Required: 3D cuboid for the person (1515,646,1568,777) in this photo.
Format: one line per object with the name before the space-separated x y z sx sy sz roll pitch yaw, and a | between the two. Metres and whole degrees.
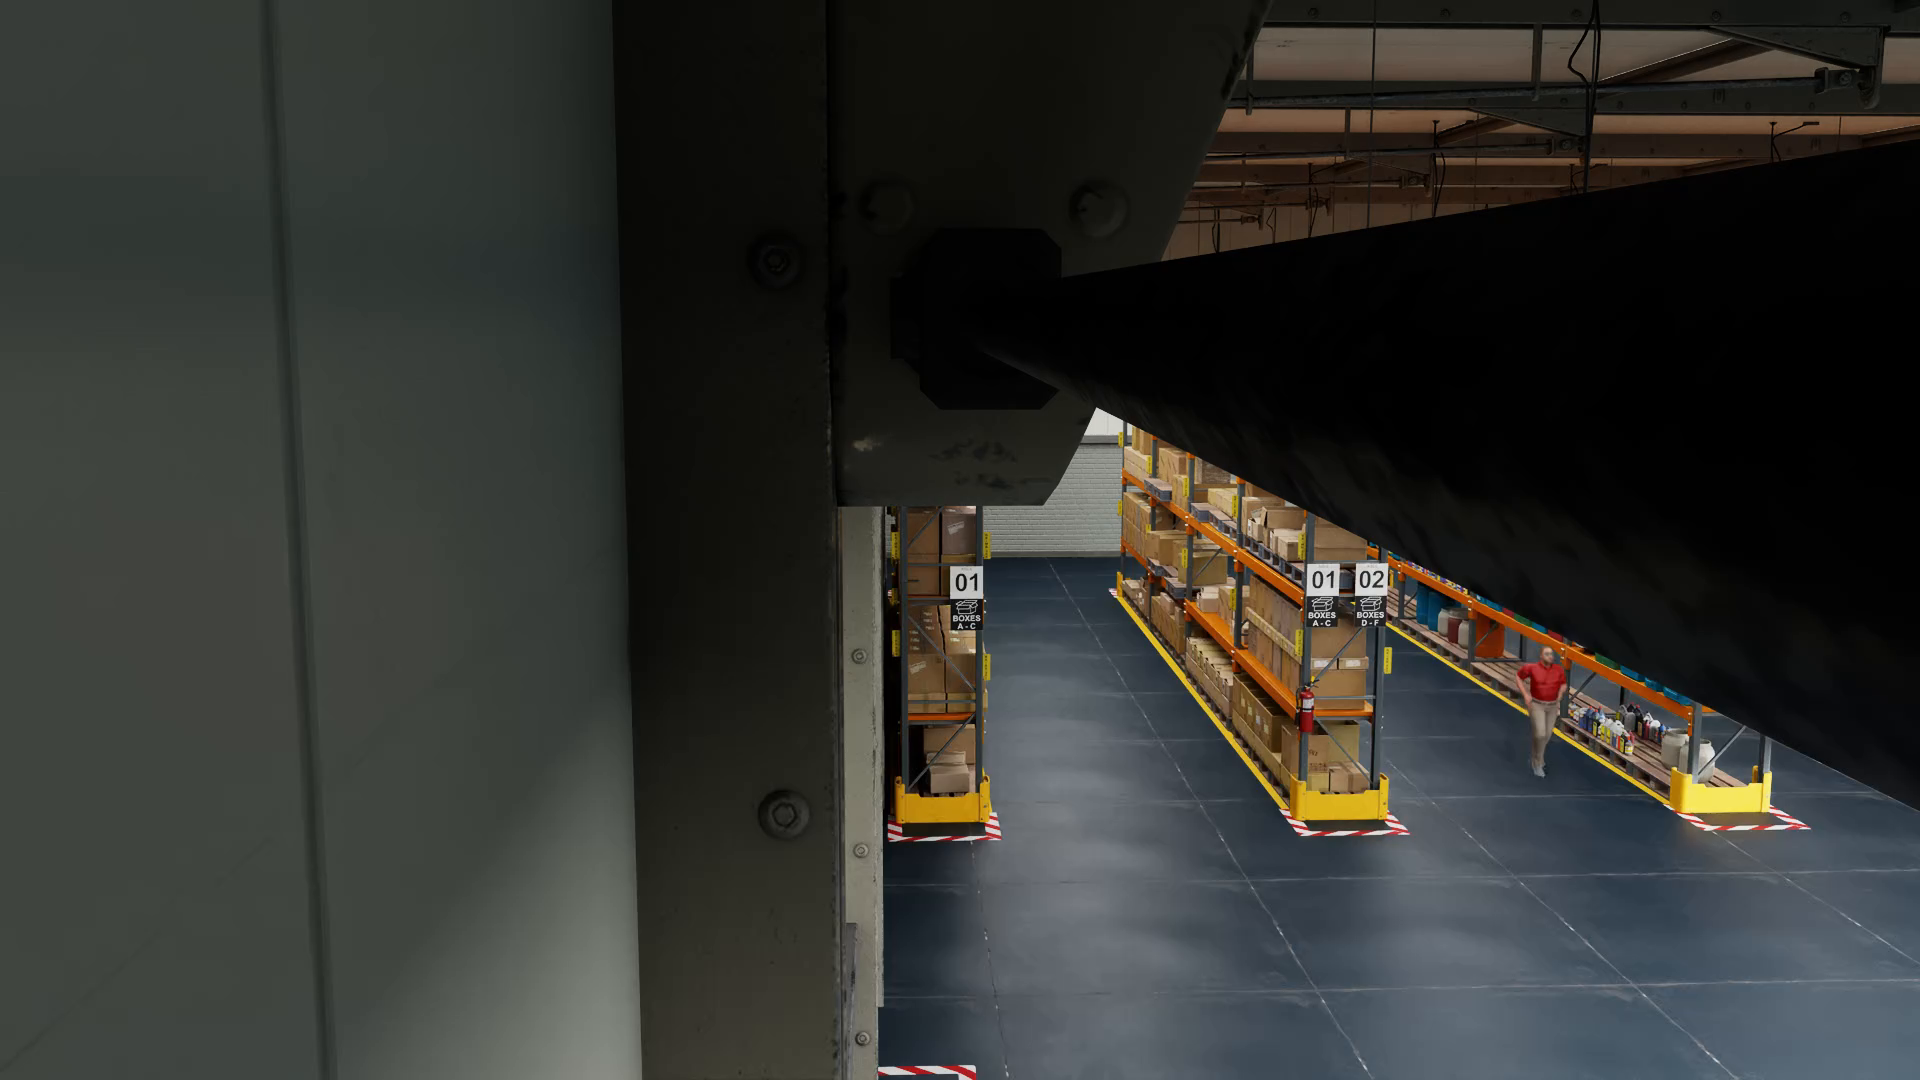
person | 7.945 2.328 22.662 0.651 1.798 0.715 -1 8 -7
